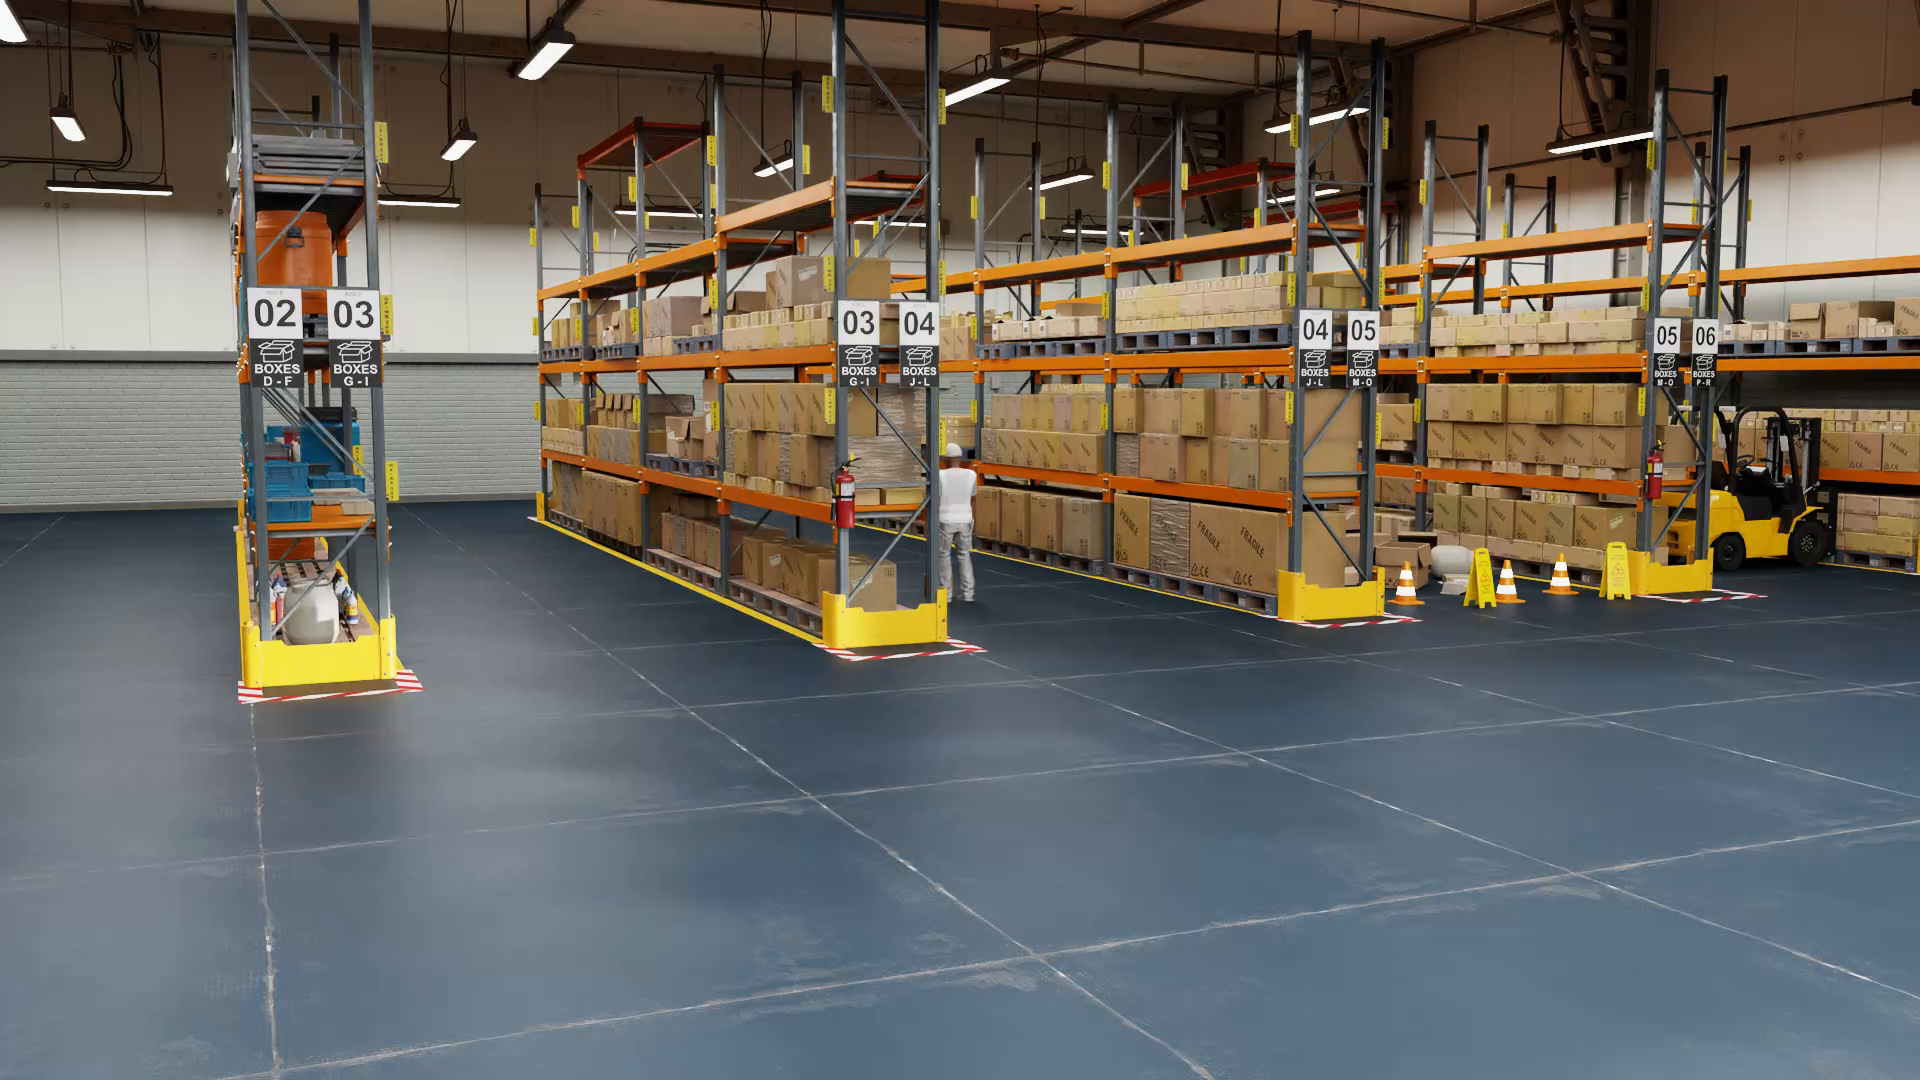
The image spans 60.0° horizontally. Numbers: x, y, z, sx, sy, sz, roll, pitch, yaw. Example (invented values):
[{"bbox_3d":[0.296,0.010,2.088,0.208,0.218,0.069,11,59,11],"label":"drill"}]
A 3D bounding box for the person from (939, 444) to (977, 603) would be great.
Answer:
[{"bbox_3d":[-0.085,-0.191,18.684,0.548,1.778,0.359,-2,6,-23],"label":"person"}]
